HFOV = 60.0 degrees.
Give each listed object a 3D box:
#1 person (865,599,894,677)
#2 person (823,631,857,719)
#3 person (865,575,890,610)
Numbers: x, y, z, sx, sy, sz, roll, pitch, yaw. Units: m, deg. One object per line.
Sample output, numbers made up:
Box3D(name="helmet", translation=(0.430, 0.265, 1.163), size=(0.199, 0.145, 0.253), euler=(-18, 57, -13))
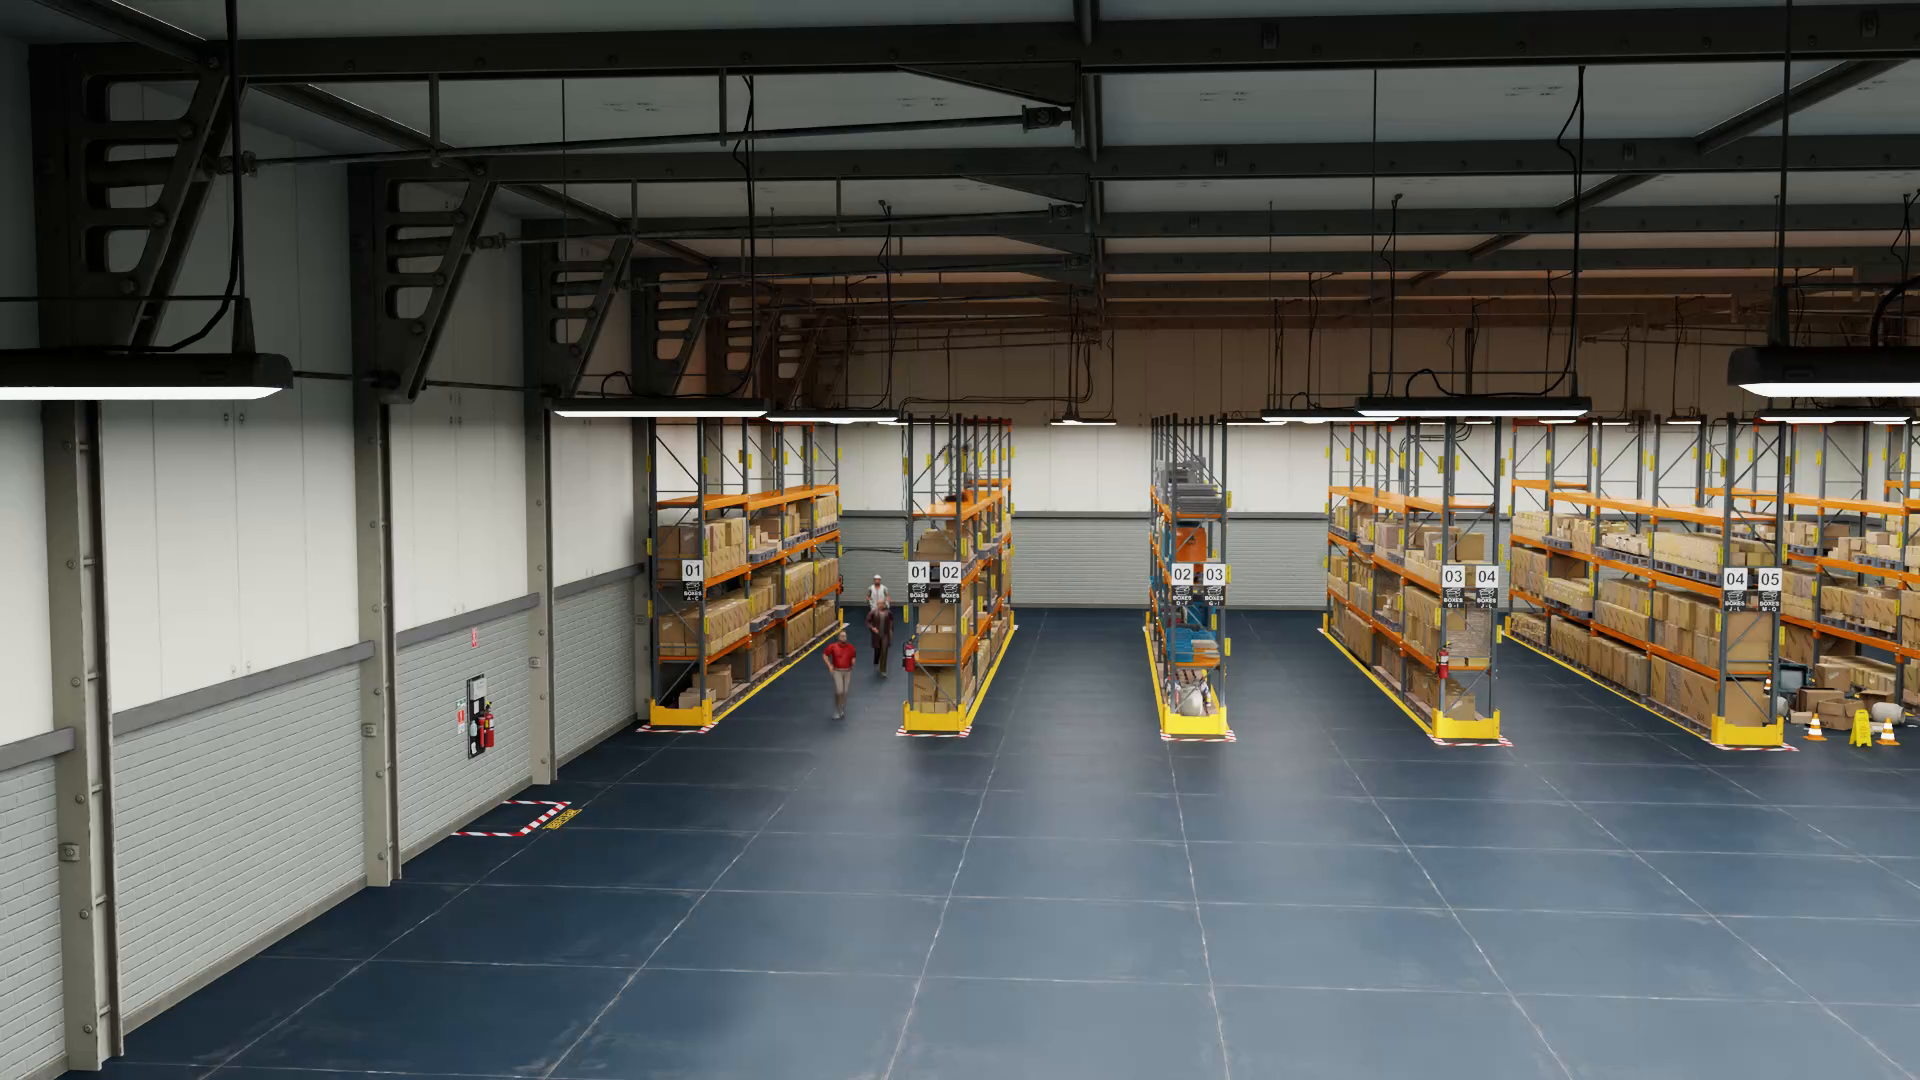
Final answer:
Box3D(name="person", translation=(-1.851, 2.249, 38.554), size=(0.712, 1.774, 0.954), euler=(-1, 4, -10))
Box3D(name="person", translation=(-2.327, 2.674, 32.806), size=(0.634, 1.760, 0.735), euler=(-2, 4, -25))
Box3D(name="person", translation=(-2.240, 1.822, 45.148), size=(0.657, 1.741, 0.600), euler=(0, 4, -1))
